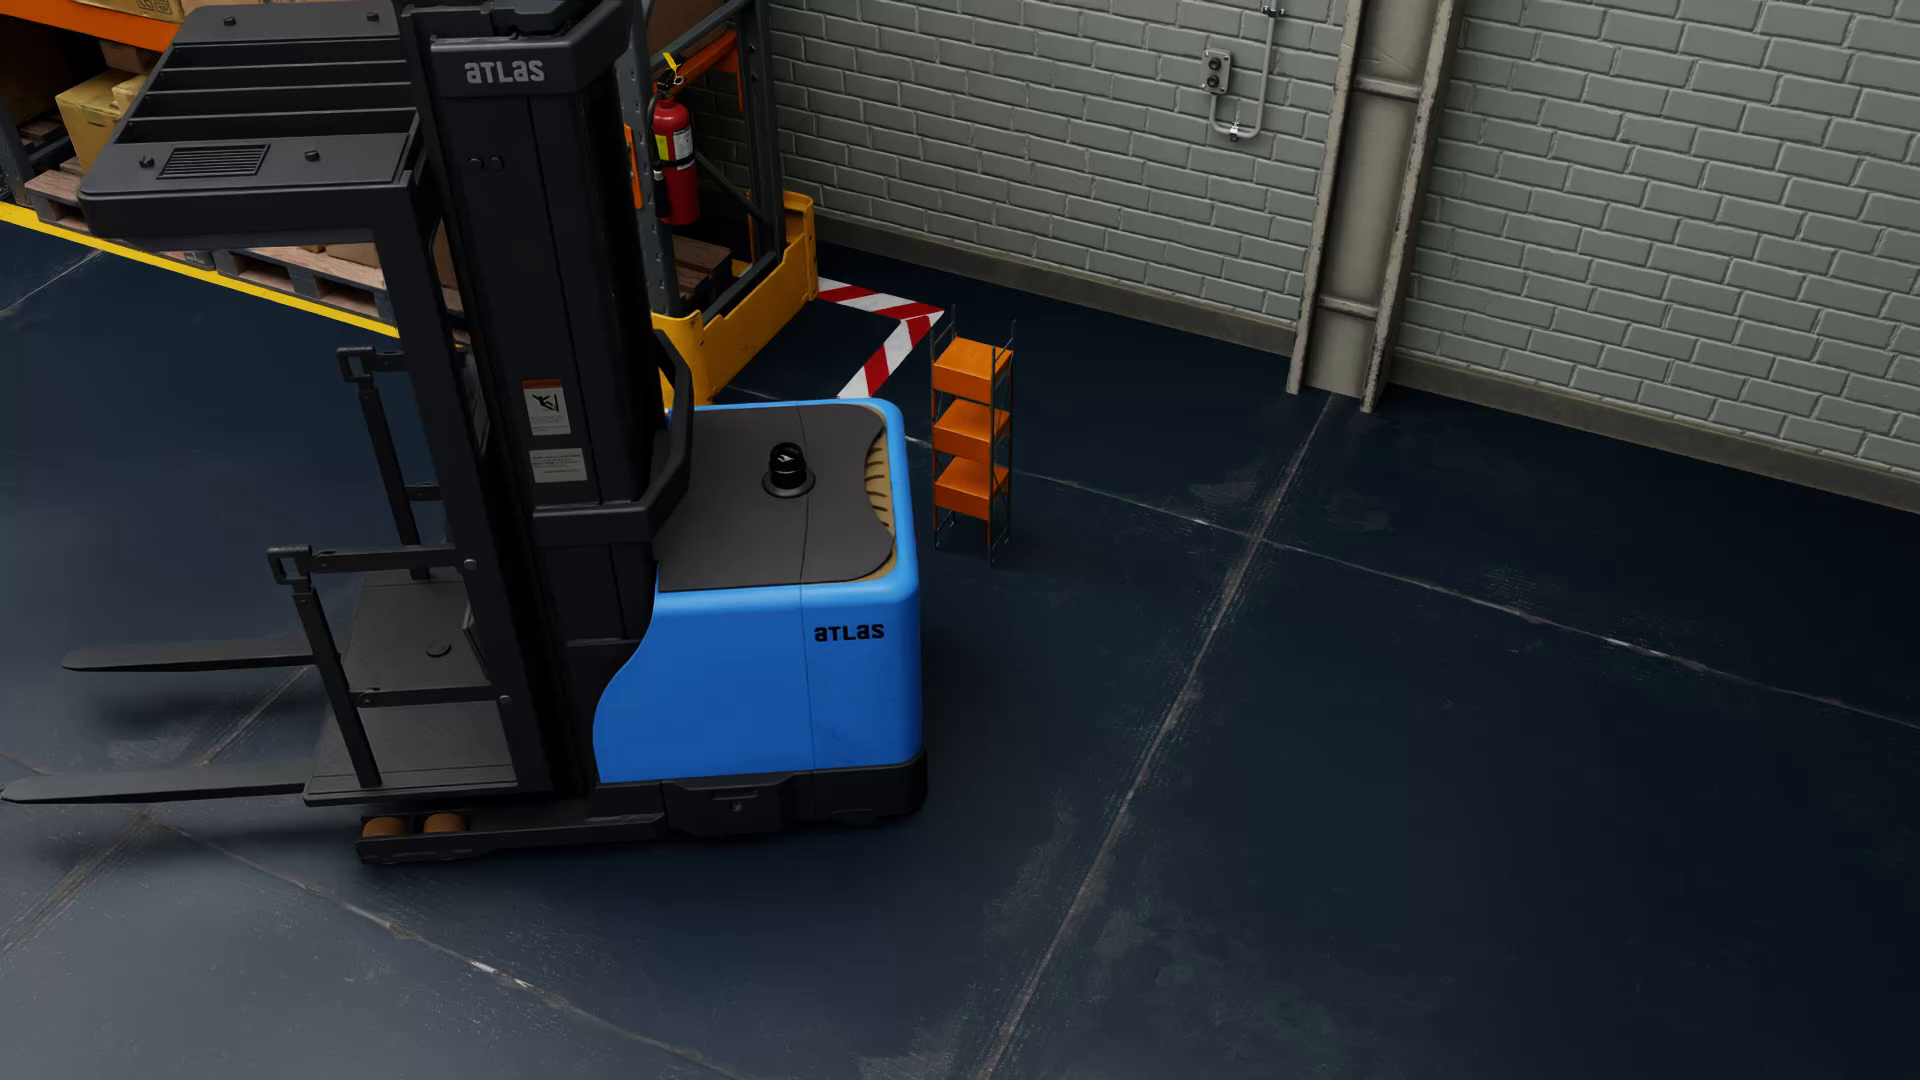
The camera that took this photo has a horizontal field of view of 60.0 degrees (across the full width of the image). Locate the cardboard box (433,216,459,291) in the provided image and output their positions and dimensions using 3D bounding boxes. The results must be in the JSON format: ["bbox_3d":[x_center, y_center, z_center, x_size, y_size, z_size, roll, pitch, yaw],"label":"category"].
[{"bbox_3d":[-2.225,-1.563,7.851,0.500,0.500,0.700,17,44,19],"label":"cardboard box"}]

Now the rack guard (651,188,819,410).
[{"bbox_3d":[-1.073,-1.125,7.666,0.348,0.500,1.175,17,44,19],"label":"rack guard"}]

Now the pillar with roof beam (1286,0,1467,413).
[{"bbox_3d":[-0.102,-1.553,1.672,0.400,9.000,9.100,17,44,19],"label":"pillar with roof beam"}]

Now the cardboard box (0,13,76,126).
[{"bbox_3d":[-5.364,-2.633,8.818,0.750,0.750,0.750,17,44,19],"label":"cardboard box"}]

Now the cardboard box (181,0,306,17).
[{"bbox_3d":[-2.912,-2.736,7.387,0.700,0.700,0.980,15,43,17],"label":"cardboard box"}]

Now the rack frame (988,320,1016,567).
[{"bbox_3d":[0.159,-0.348,6.350,0.008,1.050,0.200,17,44,19],"label":"rack frame"}]

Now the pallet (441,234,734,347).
[{"bbox_3d":[-1.853,-1.197,7.970,1.213,0.211,1.003,17,44,19],"label":"pallet"}]

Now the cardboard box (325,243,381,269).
[{"bbox_3d":[-2.681,-1.702,8.011,0.500,0.500,0.700,16,43,17],"label":"cardboard box"}]

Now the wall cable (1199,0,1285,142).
[{"bbox_3d":[0.465,-2.667,6.761,1.851,1.984,0.084,17,44,19],"label":"wall cable"}]

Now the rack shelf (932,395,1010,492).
[{"bbox_3d":[0.048,-0.374,6.396,0.240,0.259,0.215,17,44,19],"label":"rack shelf"}]

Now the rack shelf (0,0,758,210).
[{"bbox_3d":[-2.907,-2.358,7.729,4.000,0.370,1.077,17,44,19],"label":"rack shelf"}]

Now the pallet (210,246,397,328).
[{"bbox_3d":[-2.954,-1.536,8.361,1.213,0.211,1.003,17,44,19],"label":"pallet"}]

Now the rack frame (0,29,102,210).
[{"bbox_3d":[-4.720,-3.184,8.133,0.127,3.000,1.000,17,44,19],"label":"rack frame"}]

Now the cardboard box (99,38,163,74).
[{"bbox_3d":[-4.133,-2.533,8.475,0.250,0.149,0.380,17,44,18],"label":"cardboard box"}]

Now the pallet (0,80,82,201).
[{"bbox_3d":[-5.451,-2.299,9.241,1.213,0.211,1.003,17,44,19],"label":"pallet"}]

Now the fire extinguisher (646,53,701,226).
[{"bbox_3d":[-1.153,-1.590,6.638,0.183,0.674,0.296,17,44,19],"label":"fire extinguisher"}]

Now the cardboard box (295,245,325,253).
[{"bbox_3d":[-3.167,-1.845,8.177,0.500,0.500,0.700,18,44,20],"label":"cardboard box"}]

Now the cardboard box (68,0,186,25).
[{"bbox_3d":[-3.576,-2.932,7.613,0.700,0.700,0.980,16,43,18],"label":"cardboard box"}]

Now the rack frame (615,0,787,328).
[{"bbox_3d":[-1.095,-2.076,6.855,0.127,3.000,1.000,17,44,19],"label":"rack frame"}]

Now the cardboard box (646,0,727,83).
[{"bbox_3d":[-1.561,-2.325,6.913,0.700,0.700,0.980,19,44,21],"label":"cardboard box"}]

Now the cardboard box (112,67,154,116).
[{"bbox_3d":[-3.852,-2.172,8.058,0.250,0.149,0.380,18,44,20],"label":"cardboard box"}]

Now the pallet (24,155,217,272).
[{"bbox_3d":[-4.064,-1.873,8.750,1.213,0.211,1.003,17,44,19],"label":"pallet"}]

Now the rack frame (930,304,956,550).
[{"bbox_3d":[-0.062,-0.416,6.428,0.008,1.050,0.200,17,44,19],"label":"rack frame"}]

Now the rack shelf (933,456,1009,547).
[{"bbox_3d":[0.048,-0.164,6.578,0.240,0.259,0.215,17,44,19],"label":"rack shelf"}]

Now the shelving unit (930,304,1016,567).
[{"bbox_3d":[0.048,-0.382,6.389,0.252,1.050,0.215,17,44,19],"label":"shelving unit"}]

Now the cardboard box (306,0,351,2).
[{"bbox_3d":[-2.225,-2.519,7.137,0.700,0.700,0.980,17,44,18],"label":"cardboard box"}]

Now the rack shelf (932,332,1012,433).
[{"bbox_3d":[0.048,-0.588,6.210,0.240,0.259,0.215,17,44,19],"label":"rack shelf"}]

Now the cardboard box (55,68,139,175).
[{"bbox_3d":[-4.085,-2.130,8.505,0.500,0.500,0.700,18,44,19],"label":"cardboard box"}]

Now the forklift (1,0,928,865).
[{"bbox_3d":[-1.655,-0.396,4.969,3.031,2.935,1.130,-3,41,-4],"label":"forklift"}]
